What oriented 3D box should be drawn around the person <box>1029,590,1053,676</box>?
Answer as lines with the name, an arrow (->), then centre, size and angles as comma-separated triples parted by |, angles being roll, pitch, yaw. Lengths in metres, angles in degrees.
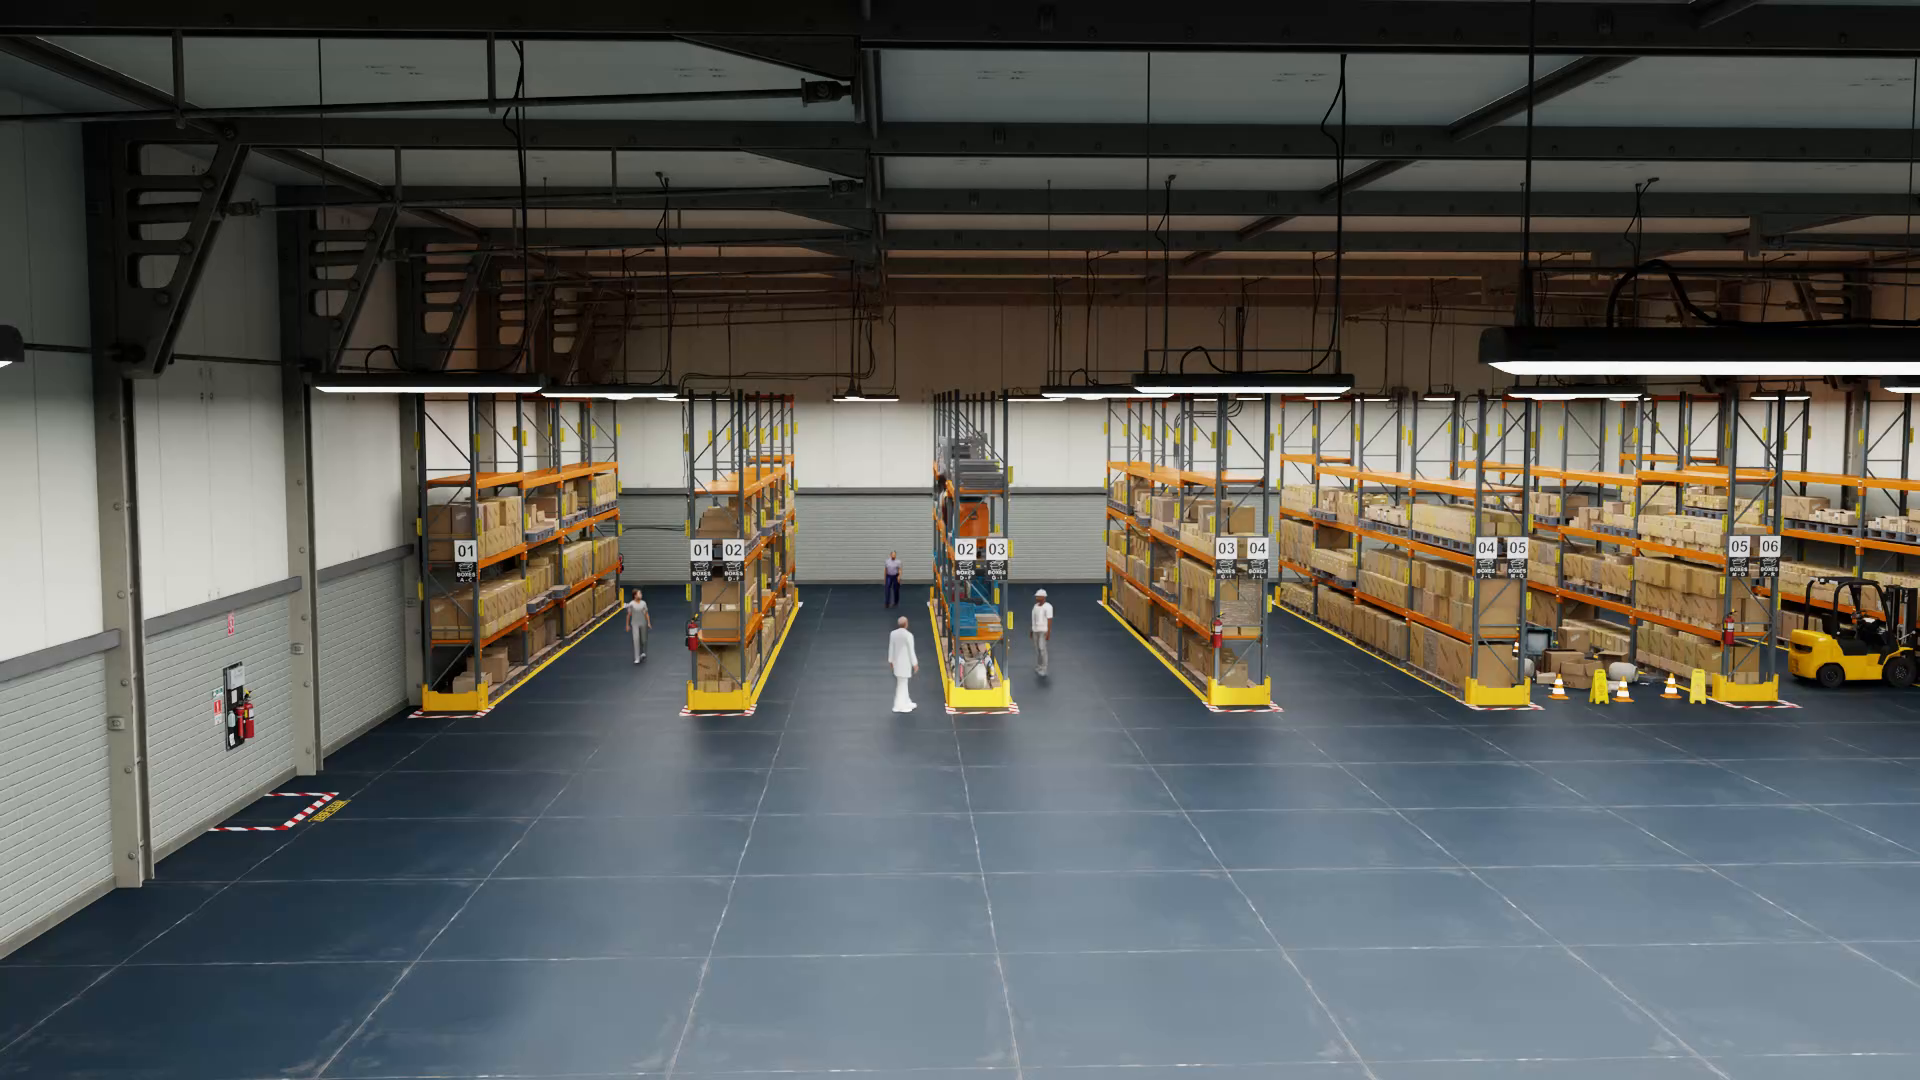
person -> 1.677, 1.954, 35.410 | 0.504, 1.780, 0.596 | -4, 6, -40

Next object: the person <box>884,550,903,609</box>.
person -> -1.883, 1.091, 46.812 | 0.538, 1.599, 0.925 | 0, 5, 5

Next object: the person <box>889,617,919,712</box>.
person -> -0.987, 2.308, 31.077 | 0.618, 1.775, 0.641 | -3, 5, -29

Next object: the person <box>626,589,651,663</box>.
person -> -7.155, 1.893, 36.975 | 0.552, 1.629, 0.961 | -1, 5, -13
